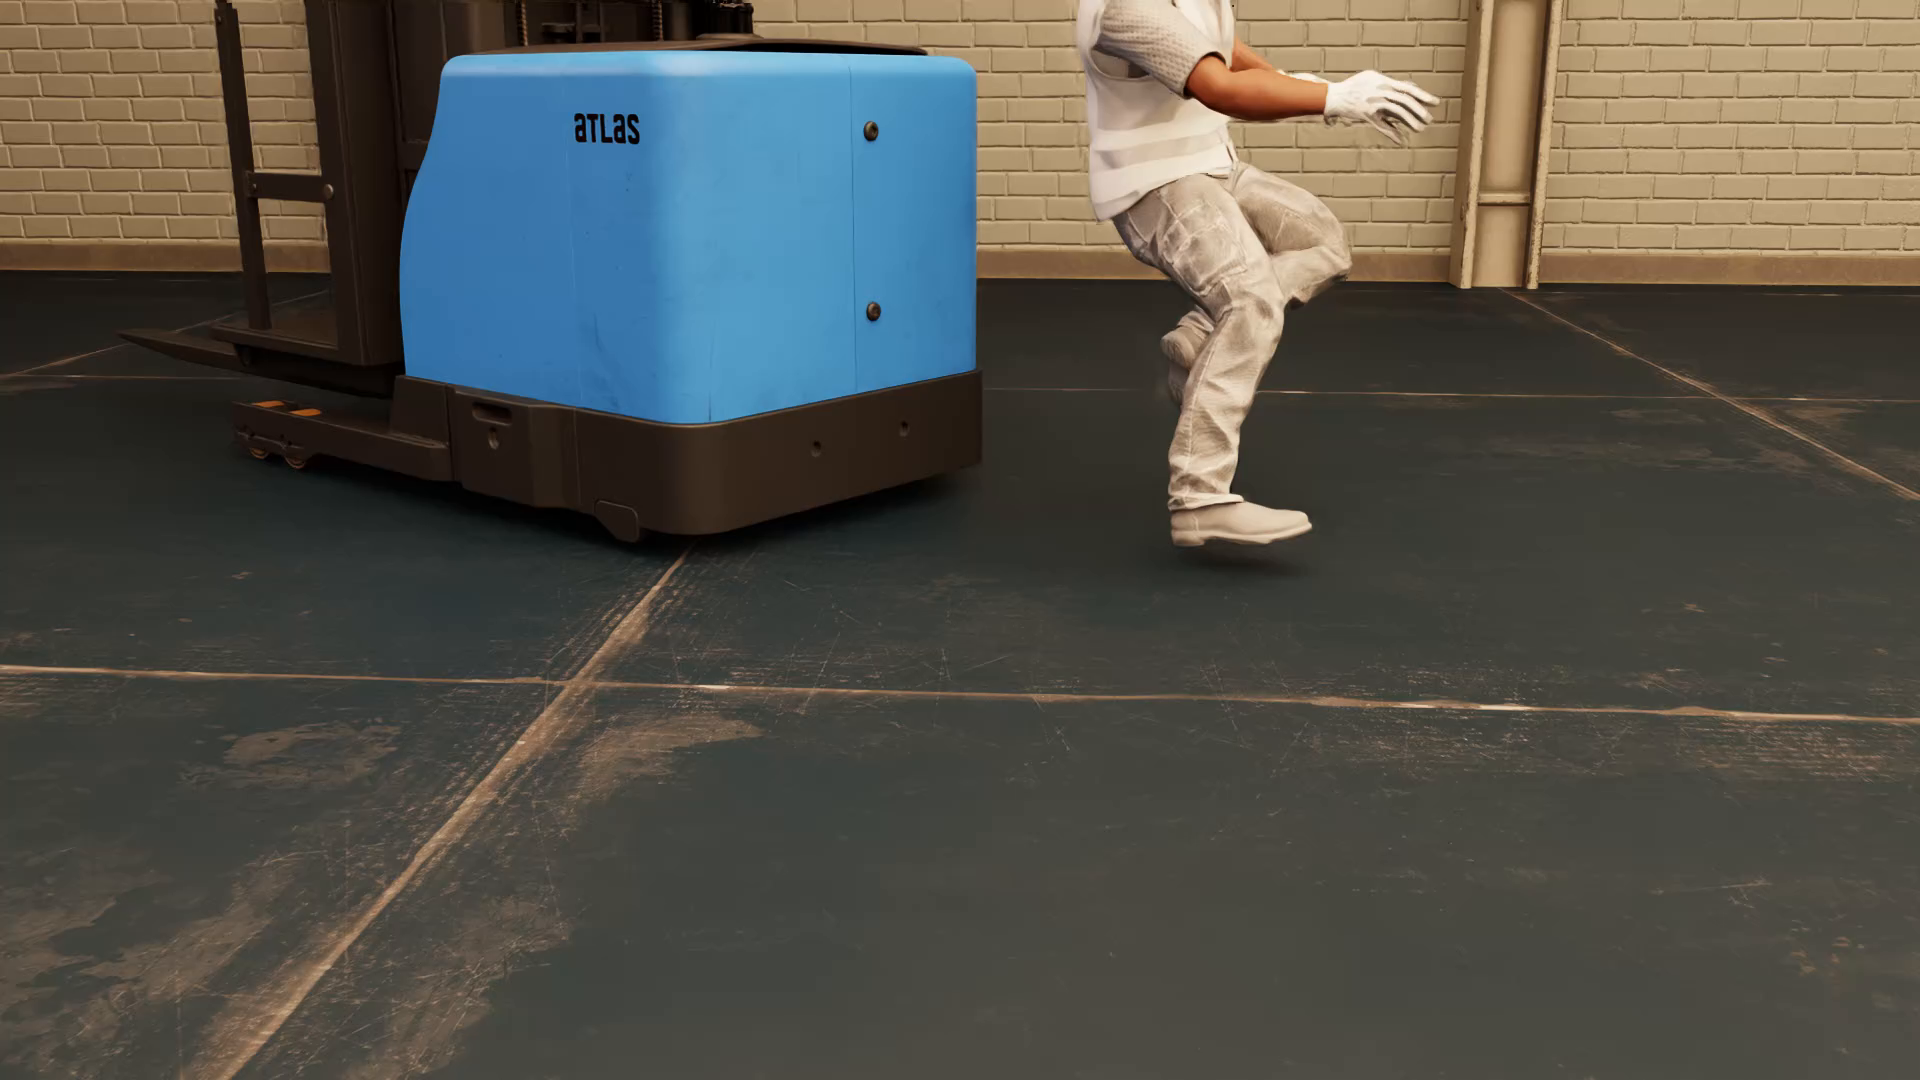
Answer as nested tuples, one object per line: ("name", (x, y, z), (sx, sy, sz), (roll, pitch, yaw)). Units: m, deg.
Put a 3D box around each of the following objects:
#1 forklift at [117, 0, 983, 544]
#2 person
("forklift", (-1.402, -1.701, 4.485), (3.031, 2.935, 1.130), (12, 19, 38))
("person", (0.670, -0.832, 3.757), (0.826, 1.570, 0.850), (6, 16, 20))
